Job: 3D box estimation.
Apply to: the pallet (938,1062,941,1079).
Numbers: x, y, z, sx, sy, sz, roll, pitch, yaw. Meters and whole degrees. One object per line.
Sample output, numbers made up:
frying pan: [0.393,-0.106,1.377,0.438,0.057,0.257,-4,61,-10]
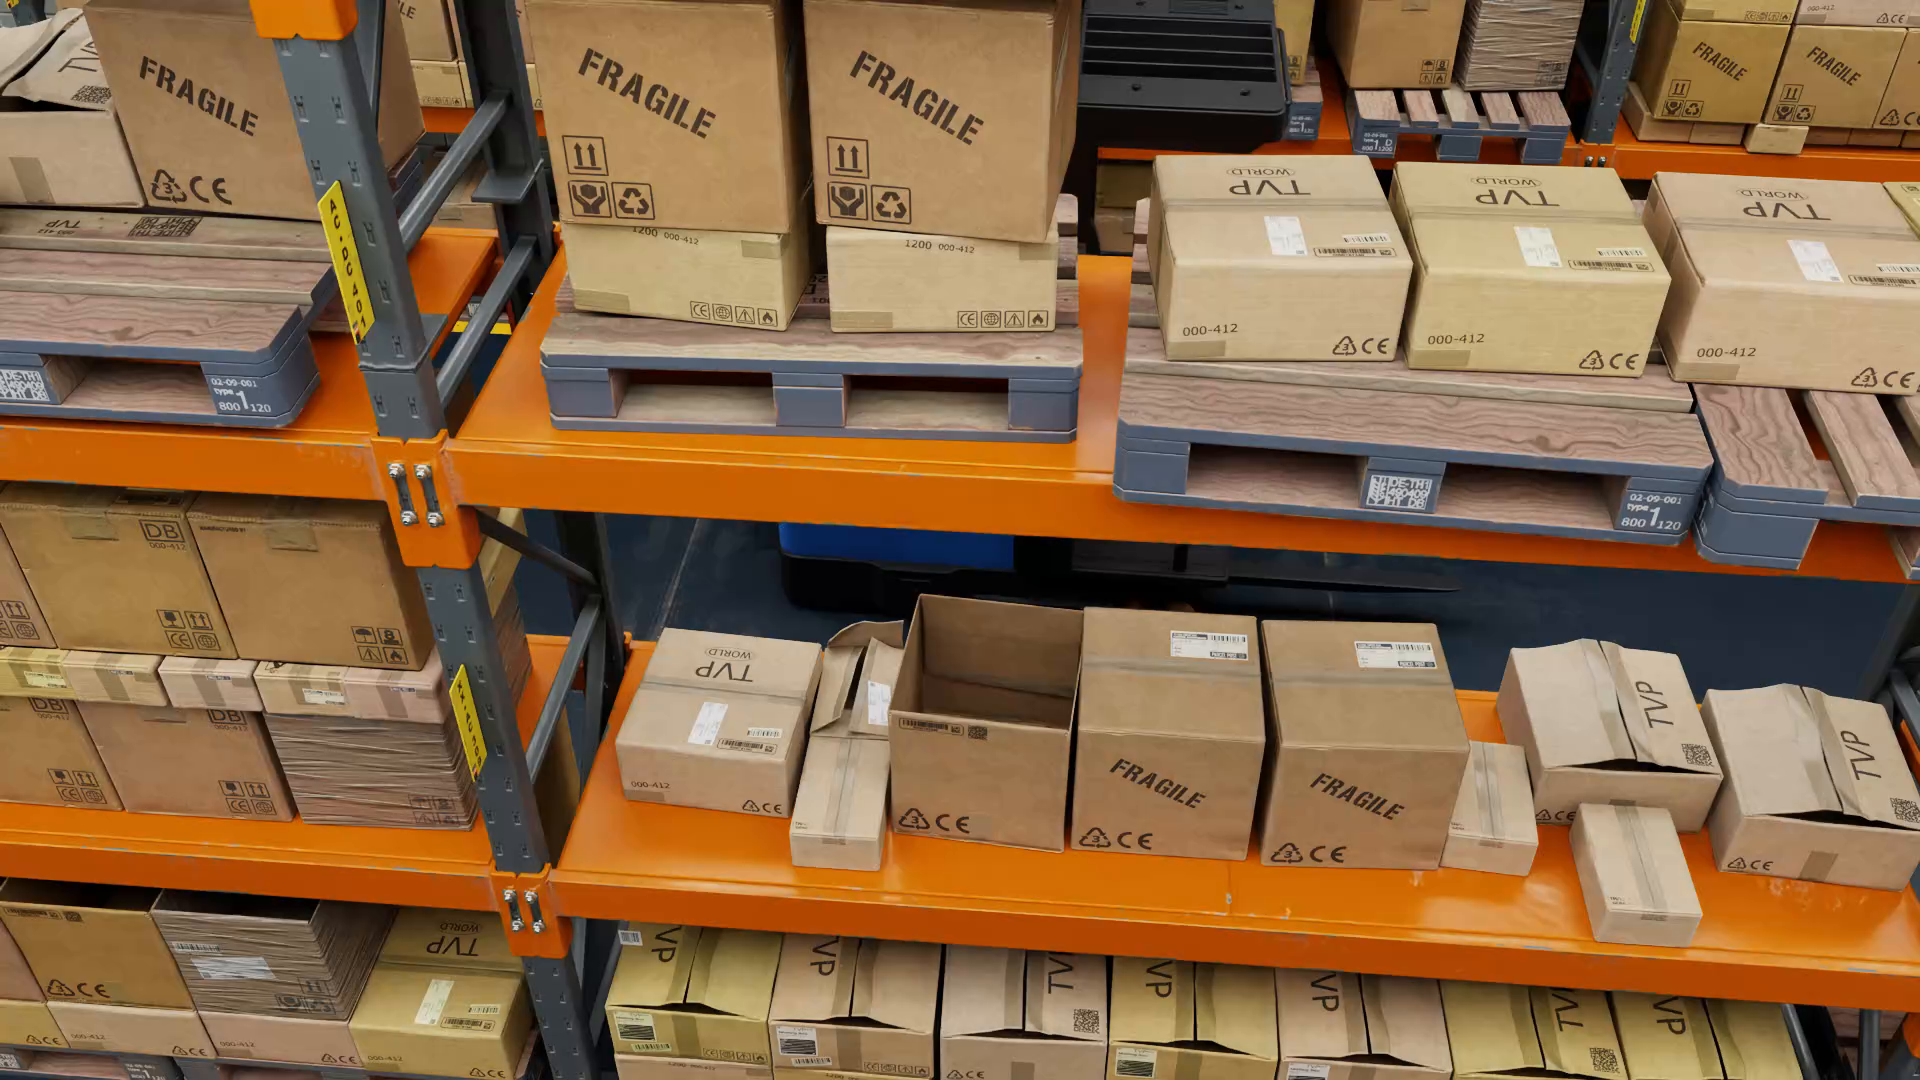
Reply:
pallet: [-0.464,1.581,5.810,1.213,0.211,1.003,3,39,4]

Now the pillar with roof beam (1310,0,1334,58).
pillar with roof beam: [1.616,-2.647,4.045,0.400,9.000,9.100,3,39,4]

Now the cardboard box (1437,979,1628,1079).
cardboard box: [1.723,1.490,5.114,0.500,0.311,0.500,3,39,3]

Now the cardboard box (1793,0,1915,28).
cardboard box: [4.173,-2.650,7.876,0.500,0.250,0.500,3,39,3]

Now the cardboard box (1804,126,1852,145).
cardboard box: [4.285,-2.137,8.353,0.250,0.149,0.380,3,39,3]

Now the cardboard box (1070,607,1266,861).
cardboard box: [0.587,0.554,4.785,0.500,0.500,0.500,3,39,4]

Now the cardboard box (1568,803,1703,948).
cardboard box: [1.864,0.925,4.608,0.250,0.149,0.380,3,39,4]

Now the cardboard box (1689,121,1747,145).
cardboard box: [3.766,-2.141,8.358,0.250,0.149,0.380,4,39,4]

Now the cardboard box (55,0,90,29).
cardboard box: [-4.313,-2.875,8.585,0.500,0.500,0.500,3,39,4]

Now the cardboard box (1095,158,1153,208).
cardboard box: [0.915,-2.046,9.095,0.500,0.250,0.500,2,39,3]

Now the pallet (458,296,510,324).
pallet: [-2.668,-1.629,9.755,1.213,0.211,1.003,3,39,4]

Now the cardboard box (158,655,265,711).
cardboard box: [-1.998,0.287,4.599,0.250,0.149,0.380,2,39,3]

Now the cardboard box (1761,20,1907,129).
cardboard box: [4.191,-2.353,8.105,0.500,0.500,0.500,4,39,5]

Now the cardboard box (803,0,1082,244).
cardboard box: [-0.021,-1.000,3.588,0.500,0.500,0.500,7,40,8]

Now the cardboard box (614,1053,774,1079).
cardboard box: [-0.821,1.566,5.466,0.500,0.250,0.500,2,39,3]

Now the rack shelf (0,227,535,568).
rack shelf: [-3.194,-0.509,4.363,4.000,0.370,1.077,3,39,4]

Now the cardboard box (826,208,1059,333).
cardboard box: [-0.041,-0.716,3.834,0.500,0.250,0.500,0,39,-1]

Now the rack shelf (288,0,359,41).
rack shelf: [0.792,-1.299,3.275,4.000,0.370,1.077,3,39,4]

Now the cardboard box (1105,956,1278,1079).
cardboard box: [0.721,1.433,5.186,0.500,0.311,0.500,4,39,5]

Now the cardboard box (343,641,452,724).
cardboard box: [-1.490,0.314,4.566,0.250,0.149,0.380,3,39,4]

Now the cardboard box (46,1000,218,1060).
cardboard box: [-2.679,1.449,5.610,0.500,0.250,0.500,3,39,4]

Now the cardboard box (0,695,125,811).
cardboard box: [-2.669,0.371,5.009,0.500,0.500,0.700,4,39,5]

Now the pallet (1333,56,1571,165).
pallet: [2.489,-2.311,8.535,1.003,0.211,1.213,3,39,4]

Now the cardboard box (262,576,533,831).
cardboard box: [-1.644,0.425,4.942,0.500,0.500,0.700,2,39,3]

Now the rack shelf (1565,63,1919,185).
rack shelf: [5.200,-2.025,8.603,4.000,0.370,1.077,3,39,4]

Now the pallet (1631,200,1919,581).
pallet: [2.100,-0.369,3.771,1.003,0.211,1.213,5,39,6]

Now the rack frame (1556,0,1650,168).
rack frame: [3.208,-2.413,8.509,0.127,3.000,1.000,3,39,4]

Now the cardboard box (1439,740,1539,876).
cardboard box: [1.509,0.766,4.803,0.250,0.149,0.380,6,40,7]

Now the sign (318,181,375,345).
sign: [-1.247,-0.561,3.385,0.005,0.325,0.100,3,39,4]

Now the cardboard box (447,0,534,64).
cardboard box: [-2.274,-2.761,8.445,0.500,0.500,0.500,2,39,3]

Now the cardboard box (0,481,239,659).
cardboard box: [-2.147,-0.104,4.566,0.500,0.500,0.700,3,39,4]

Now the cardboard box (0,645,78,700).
cardboard box: [-2.504,0.257,4.635,0.250,0.149,0.380,3,39,4]

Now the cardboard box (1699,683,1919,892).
cardboard box: [2.425,0.690,4.768,0.500,0.311,0.500,5,39,7]

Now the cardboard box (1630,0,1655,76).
cardboard box: [3.701,-2.715,8.550,0.500,0.500,0.500,3,39,4]

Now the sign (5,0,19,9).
sign: [-4.809,-2.844,8.352,0.005,0.325,0.100,3,39,4]

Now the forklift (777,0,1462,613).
forklift: [0.735,-1.057,6.897,3.031,2.935,1.130,4,39,5]

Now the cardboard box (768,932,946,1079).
cardboard box: [-0.313,1.380,5.250,0.500,0.311,0.500,3,39,3]

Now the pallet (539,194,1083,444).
pallet: [-0.321,-0.565,4.014,1.217,0.209,0.805,2,39,2]

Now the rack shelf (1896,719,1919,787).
rack shelf: [4.777,1.090,4.775,4.000,0.370,1.077,3,39,4]

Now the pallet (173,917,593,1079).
pallet: [-1.990,1.496,5.915,1.213,0.211,1.003,3,39,4]

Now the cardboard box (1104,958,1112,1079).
cardboard box: [0.712,1.649,5.364,0.500,0.250,0.500,4,39,5]

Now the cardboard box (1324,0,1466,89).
cardboard box: [2.180,-2.656,8.379,0.500,0.500,0.700,0,39,0]

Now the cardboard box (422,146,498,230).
cardboard box: [-2.786,-1.854,9.453,0.500,0.500,0.700,1,39,1]

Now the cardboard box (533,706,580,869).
cardboard box: [-1.636,0.875,5.721,0.500,0.500,0.500,3,39,4]

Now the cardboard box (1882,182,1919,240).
cardboard box: [2.327,-0.555,3.636,0.500,0.250,0.500,0,39,1]

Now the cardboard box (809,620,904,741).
cardboard box: [-0.309,0.469,5.075,0.258,0.266,0.396,2,39,3]

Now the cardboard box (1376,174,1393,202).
cardboard box: [2.486,-1.621,9.167,0.500,0.500,0.700,4,39,4]

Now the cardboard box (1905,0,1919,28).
cardboard box: [4.672,-2.626,7.845,0.500,0.250,0.500,3,39,4]

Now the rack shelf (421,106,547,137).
rack shelf: [-2.770,-2.461,9.138,4.000,0.370,1.077,3,39,4]

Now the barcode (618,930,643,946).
barcode: [-0.983,1.187,4.958,0.075,0.075,0.001,3,39,4]

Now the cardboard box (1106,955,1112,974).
cardboard box: [0.757,1.313,5.777,0.500,0.250,0.500,4,39,5]

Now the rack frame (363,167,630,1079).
rack frame: [-1.201,0.484,4.949,0.127,3.000,1.000,3,39,4]

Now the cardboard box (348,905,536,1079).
cardboard box: [-1.682,1.500,5.547,0.500,0.250,0.500,3,39,4]

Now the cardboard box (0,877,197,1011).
cardboard box: [-2.677,1.150,5.383,0.500,0.500,0.500,3,39,4]

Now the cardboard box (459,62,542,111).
cardboard box: [-2.273,-2.466,8.677,0.500,0.250,0.500,3,39,4]

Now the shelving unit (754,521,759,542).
shelving unit: [-0.865,-0.523,7.613,0.189,1.200,0.258,4,39,5]

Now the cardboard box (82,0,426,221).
cardboard box: [-1.680,-1.128,4.031,0.500,0.500,0.500,6,40,8]

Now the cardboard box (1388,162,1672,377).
cardboard box: [1.234,-0.611,3.704,0.500,0.250,0.500,2,39,3]

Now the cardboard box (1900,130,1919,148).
cardboard box: [4.800,-2.108,8.317,0.250,0.149,0.380,4,39,5]
